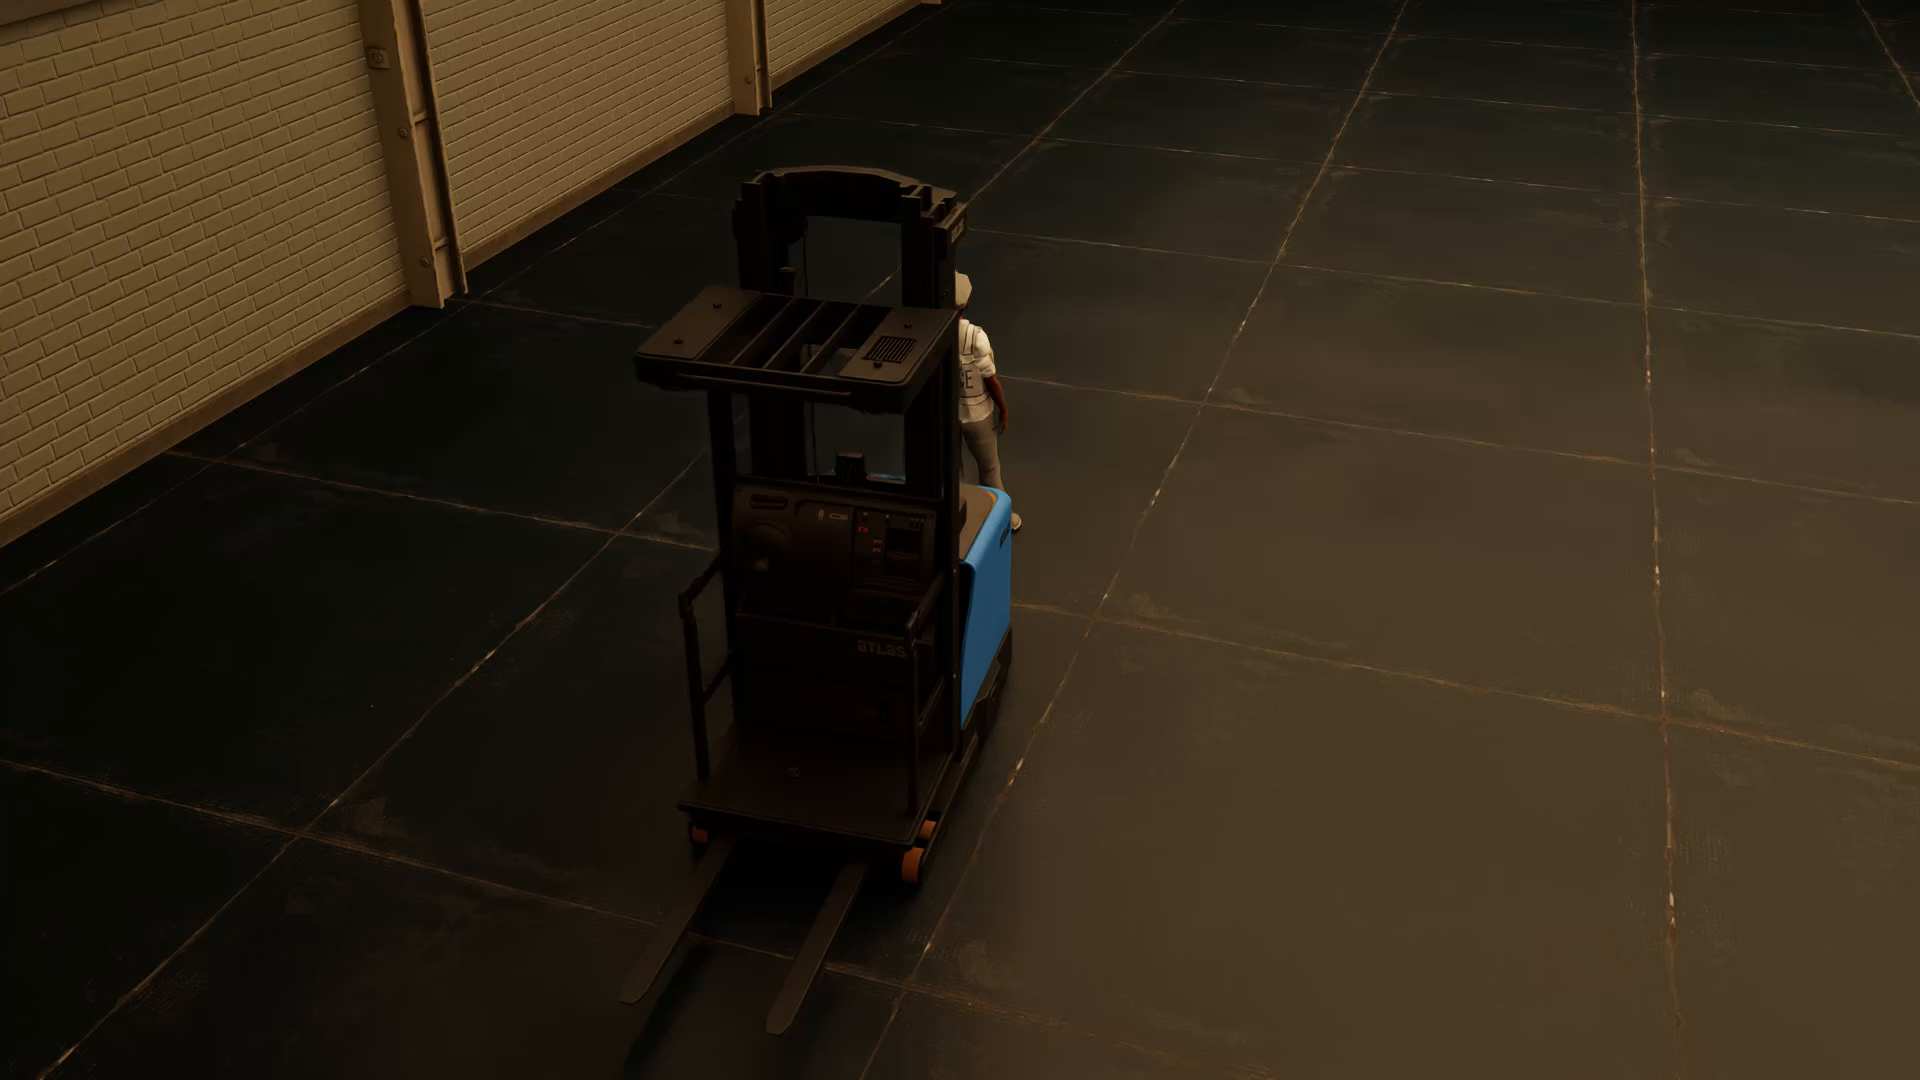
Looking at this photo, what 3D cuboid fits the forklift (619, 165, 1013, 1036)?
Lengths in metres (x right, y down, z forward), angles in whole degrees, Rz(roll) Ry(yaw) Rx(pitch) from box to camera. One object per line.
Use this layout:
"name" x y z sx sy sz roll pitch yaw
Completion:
"forklift" -0.608 0.042 7.063 1.130 2.935 3.031 8 31 13

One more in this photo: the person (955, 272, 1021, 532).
"person" 0.043 -0.775 9.729 0.570 1.697 0.528 10 31 16
